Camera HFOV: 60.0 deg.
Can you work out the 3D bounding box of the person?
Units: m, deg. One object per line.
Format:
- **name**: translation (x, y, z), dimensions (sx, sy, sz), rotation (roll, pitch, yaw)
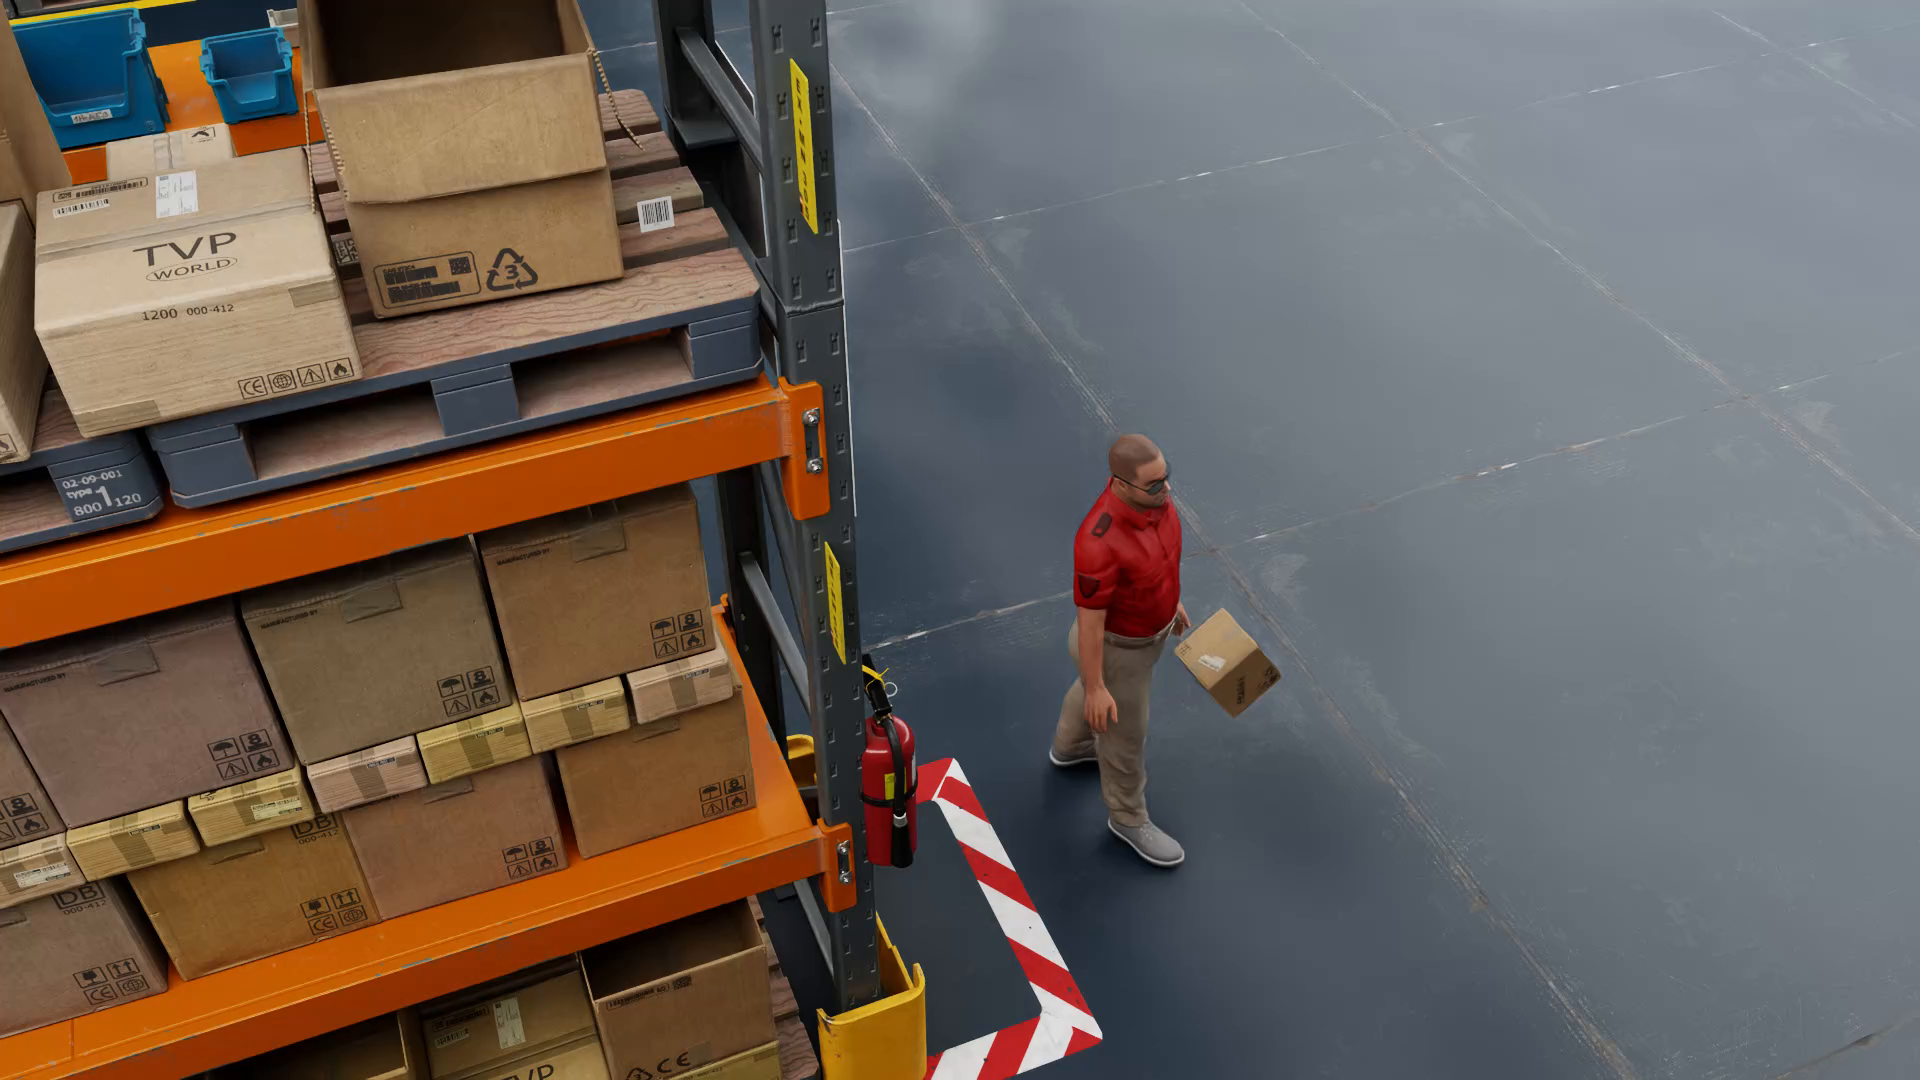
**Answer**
- **person**: translation (0.596, 0.364, 5.749), dimensions (0.644, 1.717, 0.664), rotation (17, 44, 18)
